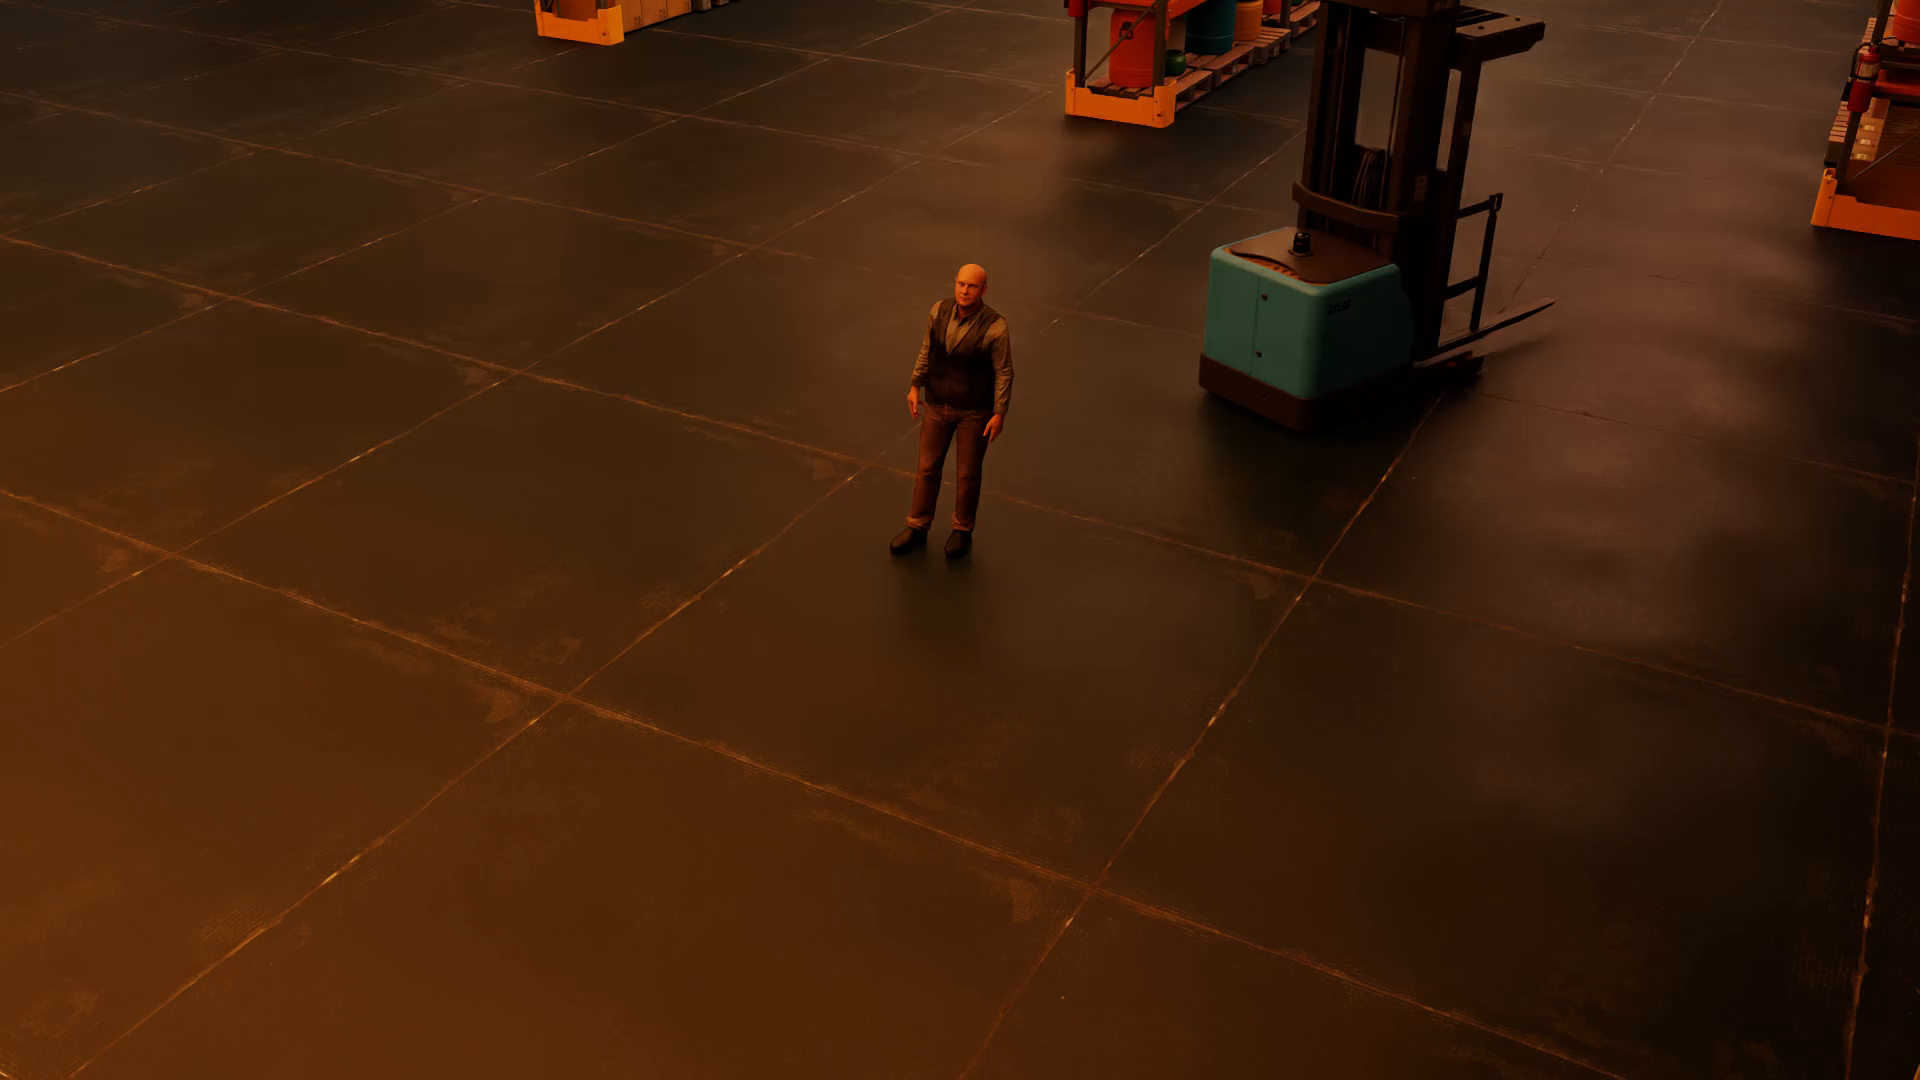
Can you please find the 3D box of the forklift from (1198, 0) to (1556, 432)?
[{"bbox_3d":[3.163,-2.578,11.537,3.031,2.935,1.130,-21,36,-32],"label":"forklift"}]

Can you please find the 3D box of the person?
[{"bbox_3d":[-0.037,-0.726,9.524,0.633,1.722,0.566,15,33,25],"label":"person"}]
